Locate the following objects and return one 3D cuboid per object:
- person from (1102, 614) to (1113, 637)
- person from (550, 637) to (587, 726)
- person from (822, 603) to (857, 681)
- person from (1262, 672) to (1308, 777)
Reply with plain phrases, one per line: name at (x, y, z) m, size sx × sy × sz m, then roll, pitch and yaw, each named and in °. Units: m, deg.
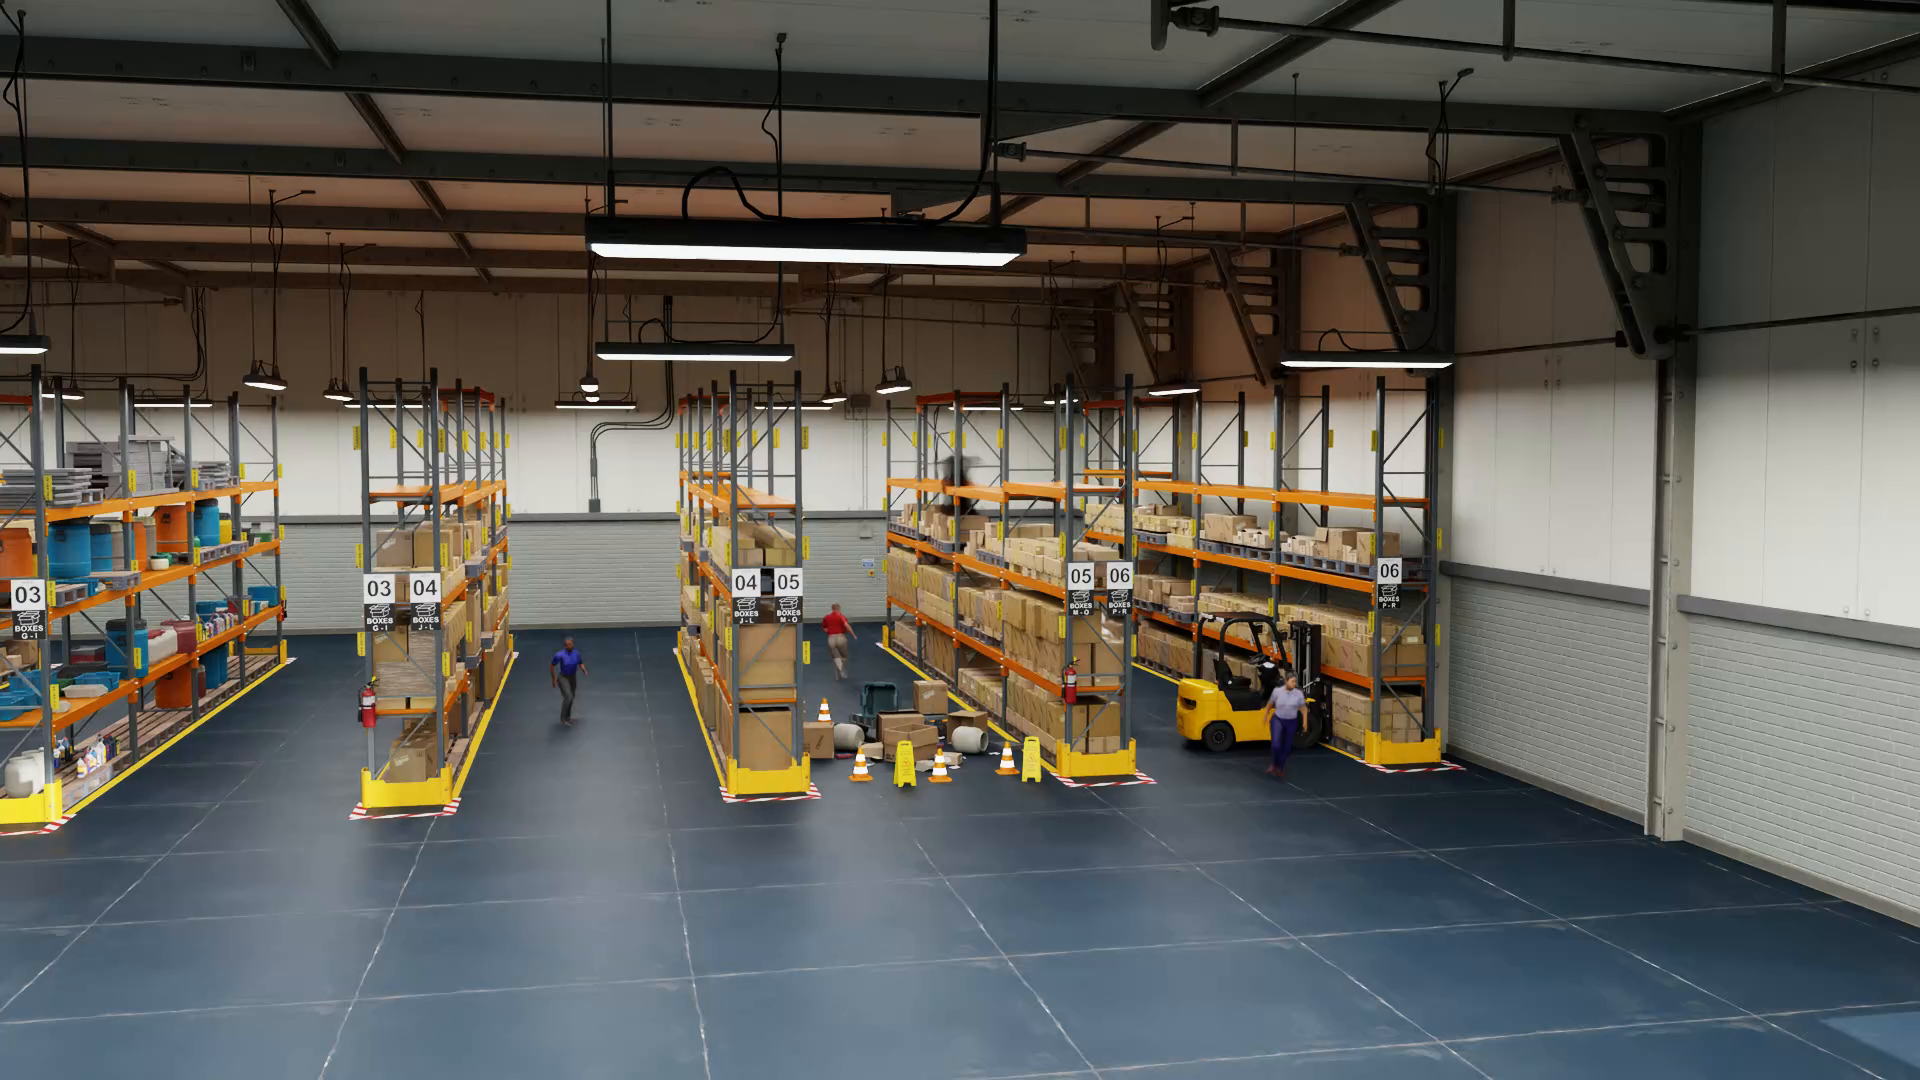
person at (2.608, 2.273, 31.410) m, size 0.674 × 1.764 × 0.653 m, roll 0°, pitch 3°, yaw 0°
person at (-6.873, 2.502, 29.356) m, size 0.811 × 1.631 × 0.607 m, roll 2°, pitch 4°, yaw 33°
person at (-2.545, 2.148, 34.688) m, size 0.781 × 1.660 × 0.642 m, roll 1°, pitch 3°, yaw 10°
person at (4.828, 2.738, 24.618) m, size 0.587 × 1.606 × 0.677 m, roll 0°, pitch 3°, yaw -5°
